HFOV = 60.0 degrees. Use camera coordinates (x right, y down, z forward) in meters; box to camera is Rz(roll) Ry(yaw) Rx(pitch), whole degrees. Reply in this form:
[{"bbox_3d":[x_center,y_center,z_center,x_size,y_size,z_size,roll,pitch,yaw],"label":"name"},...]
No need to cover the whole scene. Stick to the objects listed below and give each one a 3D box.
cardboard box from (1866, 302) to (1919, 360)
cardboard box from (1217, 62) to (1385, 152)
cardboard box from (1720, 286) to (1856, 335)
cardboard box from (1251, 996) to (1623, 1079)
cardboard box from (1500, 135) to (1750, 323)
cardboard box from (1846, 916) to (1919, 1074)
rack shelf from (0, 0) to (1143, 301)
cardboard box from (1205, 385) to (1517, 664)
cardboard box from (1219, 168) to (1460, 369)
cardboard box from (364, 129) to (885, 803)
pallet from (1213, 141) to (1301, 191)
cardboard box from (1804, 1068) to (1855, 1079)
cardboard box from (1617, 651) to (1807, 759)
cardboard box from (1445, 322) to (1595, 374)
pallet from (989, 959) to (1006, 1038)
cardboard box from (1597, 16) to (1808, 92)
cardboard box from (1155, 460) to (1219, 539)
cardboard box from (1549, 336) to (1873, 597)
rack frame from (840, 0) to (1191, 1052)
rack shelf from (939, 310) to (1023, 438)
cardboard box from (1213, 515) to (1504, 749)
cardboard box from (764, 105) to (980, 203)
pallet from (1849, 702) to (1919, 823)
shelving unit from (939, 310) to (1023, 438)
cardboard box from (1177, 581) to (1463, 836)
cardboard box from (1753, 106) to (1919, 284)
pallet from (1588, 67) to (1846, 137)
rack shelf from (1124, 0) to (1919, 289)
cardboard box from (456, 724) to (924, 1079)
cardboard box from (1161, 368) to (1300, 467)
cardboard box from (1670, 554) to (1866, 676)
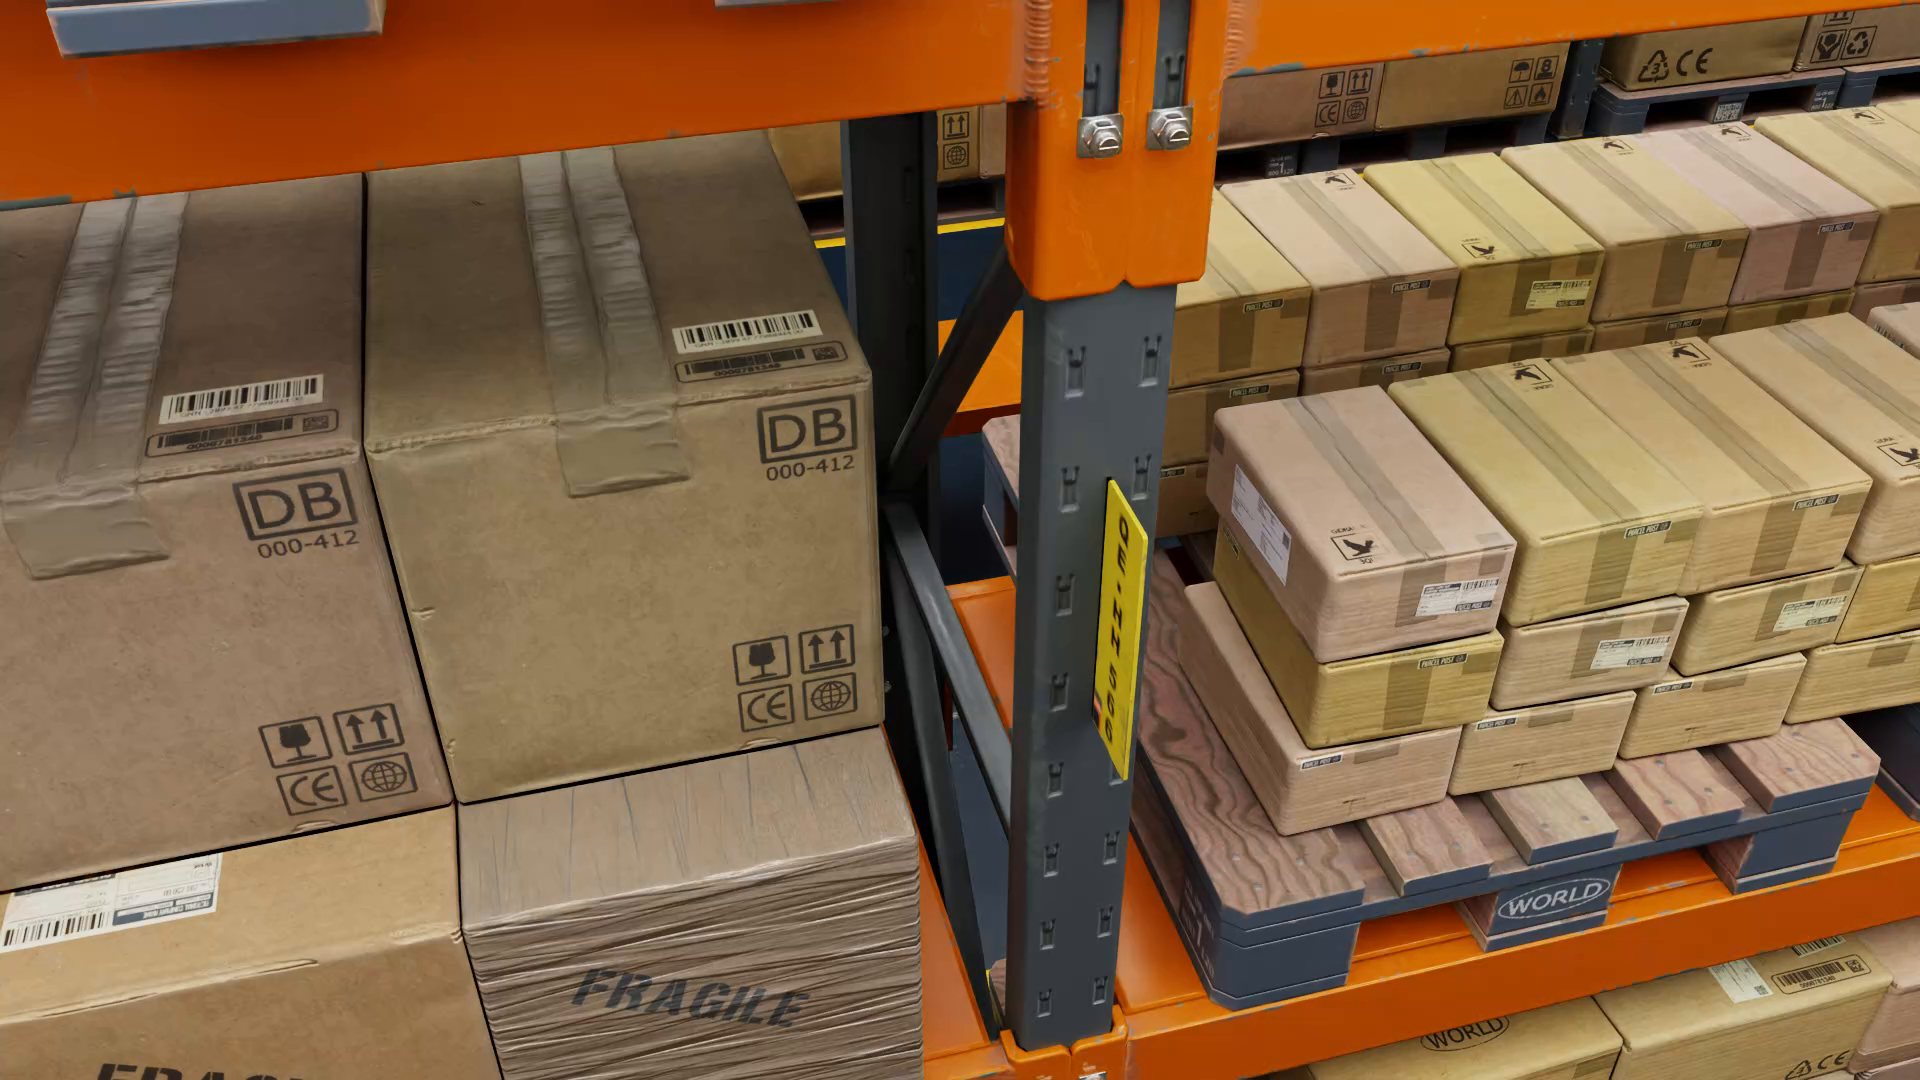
[{"bbox_3d":[1.524,-0.196,2.409,0.250,0.149,0.380,-8,38,-10],"label":"cardboard box"},{"bbox_3d":[1.205,-2.394,7.314,0.875,0.875,1.225,-11,39,-14],"label":"cardboard box"},{"bbox_3d":[1.365,-0.462,3.001,0.250,0.149,0.380,-10,38,-12],"label":"cardboard box"},{"bbox_3d":[0.743,0.794,2.838,0.500,0.250,0.500,-11,39,-14],"label":"cardboard box"},{"bbox_3d":[1.120,-0.542,2.861,0.250,0.149,0.380,-8,38,-11],"label":"cardboard box"},{"bbox_3d":[1.713,0.642,3.036,0.500,0.250,0.500,-9,38,-12],"label":"cardboard box"},{"bbox_3d":[-1.917,-0.356,1.370,4.000,0.370,1.077,-9,38,-12],"label":"rack shelf"},{"bbox_3d":[0.515,-0.031,2.193,0.250,0.149,0.380,-9,38,-12],"label":"cardboard box"},{"bbox_3d":[0.611,-0.456,2.748,0.250,0.149,0.380,-10,38,-13],"label":"cardboard box"},{"bbox_3d":[-0.422,-0.139,2.058,0.500,0.500,0.700,-10,38,-12],"label":"cardboard box"},{"bbox_3d":[0.775,-1.857,7.504,1.213,0.211,1.003,-9,38,-12],"label":"pallet"},{"bbox_3d":[1.248,1.015,3.167,0.500,0.500,0.500,-9,38,-11],"label":"cardboard box"},{"bbox_3d":[1.018,0.128,2.475,0.250,0.149,0.380,-7,38,-10],"label":"cardboard box"},{"bbox_3d":[0.883,-0.384,2.900,0.250,0.149,0.380,-8,38,-11],"label":"cardboard box"},{"bbox_3d":[0.769,1.217,3.485,1.213,0.211,1.003,-9,38,-12],"label":"pallet"},{"bbox_3d":[3.338,-2.707,7.723,0.875,0.875,0.875,-9,38,-12],"label":"cardboard box"},{"bbox_3d":[0.370,-0.182,2.880,0.250,0.149,0.380,-9,38,-11],"label":"cardboard box"},{"bbox_3d":[1.007,-0.111,2.297,0.250,0.149,0.380,-10,38,-12],"label":"cardboard box"},{"bbox_3d":[0.014,0.233,2.477,0.127,3.000,1.000,-9,38,-12],"label":"rack frame"},{"bbox_3d":[-0.082,-0.439,4.886,1.000,0.185,0.538,-9,38,-12],"label":"rack shelf"},{"bbox_3d":[0.533,0.089,2.282,0.250,0.149,0.380,-8,38,-10],"label":"cardboard box"},{"bbox_3d":[-0.510,-2.113,6.946,0.875,0.875,1.225,-11,39,-14],"label":"cardboard box"},{"bbox_3d":[1.914,-0.029,2.977,1.213,0.211,1.003,-9,38,-12],"label":"pallet"},{"bbox_3d":[-0.074,-0.584,4.779,1.083,1.500,0.587,-9,38,-12],"label":"shelving unit"},{"bbox_3d":[0.499,0.213,2.364,0.250,0.149,0.380,-10,38,-13],"label":"cardboard box"},{"bbox_3d":[1.616,-0.621,2.964,0.250,0.149,0.380,-8,38,-10],"label":"cardboard box"},{"bbox_3d":[3.435,-2.293,8.074,1.213,0.211,1.003,-9,38,-12],"label":"pallet"},{"bbox_3d":[1.945,-0.990,2.198,4.000,0.370,1.077,-9,38,-12],"label":"rack shelf"},{"bbox_3d":[-0.351,0.422,2.148,0.500,0.500,0.500,-9,38,-12],"label":"cardboard box"},{"bbox_3d":[0.372,-0.298,2.787,0.250,0.149,0.380,-9,38,-11],"label":"cardboard box"},{"bbox_3d":[1.051,0.000,2.397,0.250,0.149,0.380,-10,39,-13],"label":"cardboard box"}]
